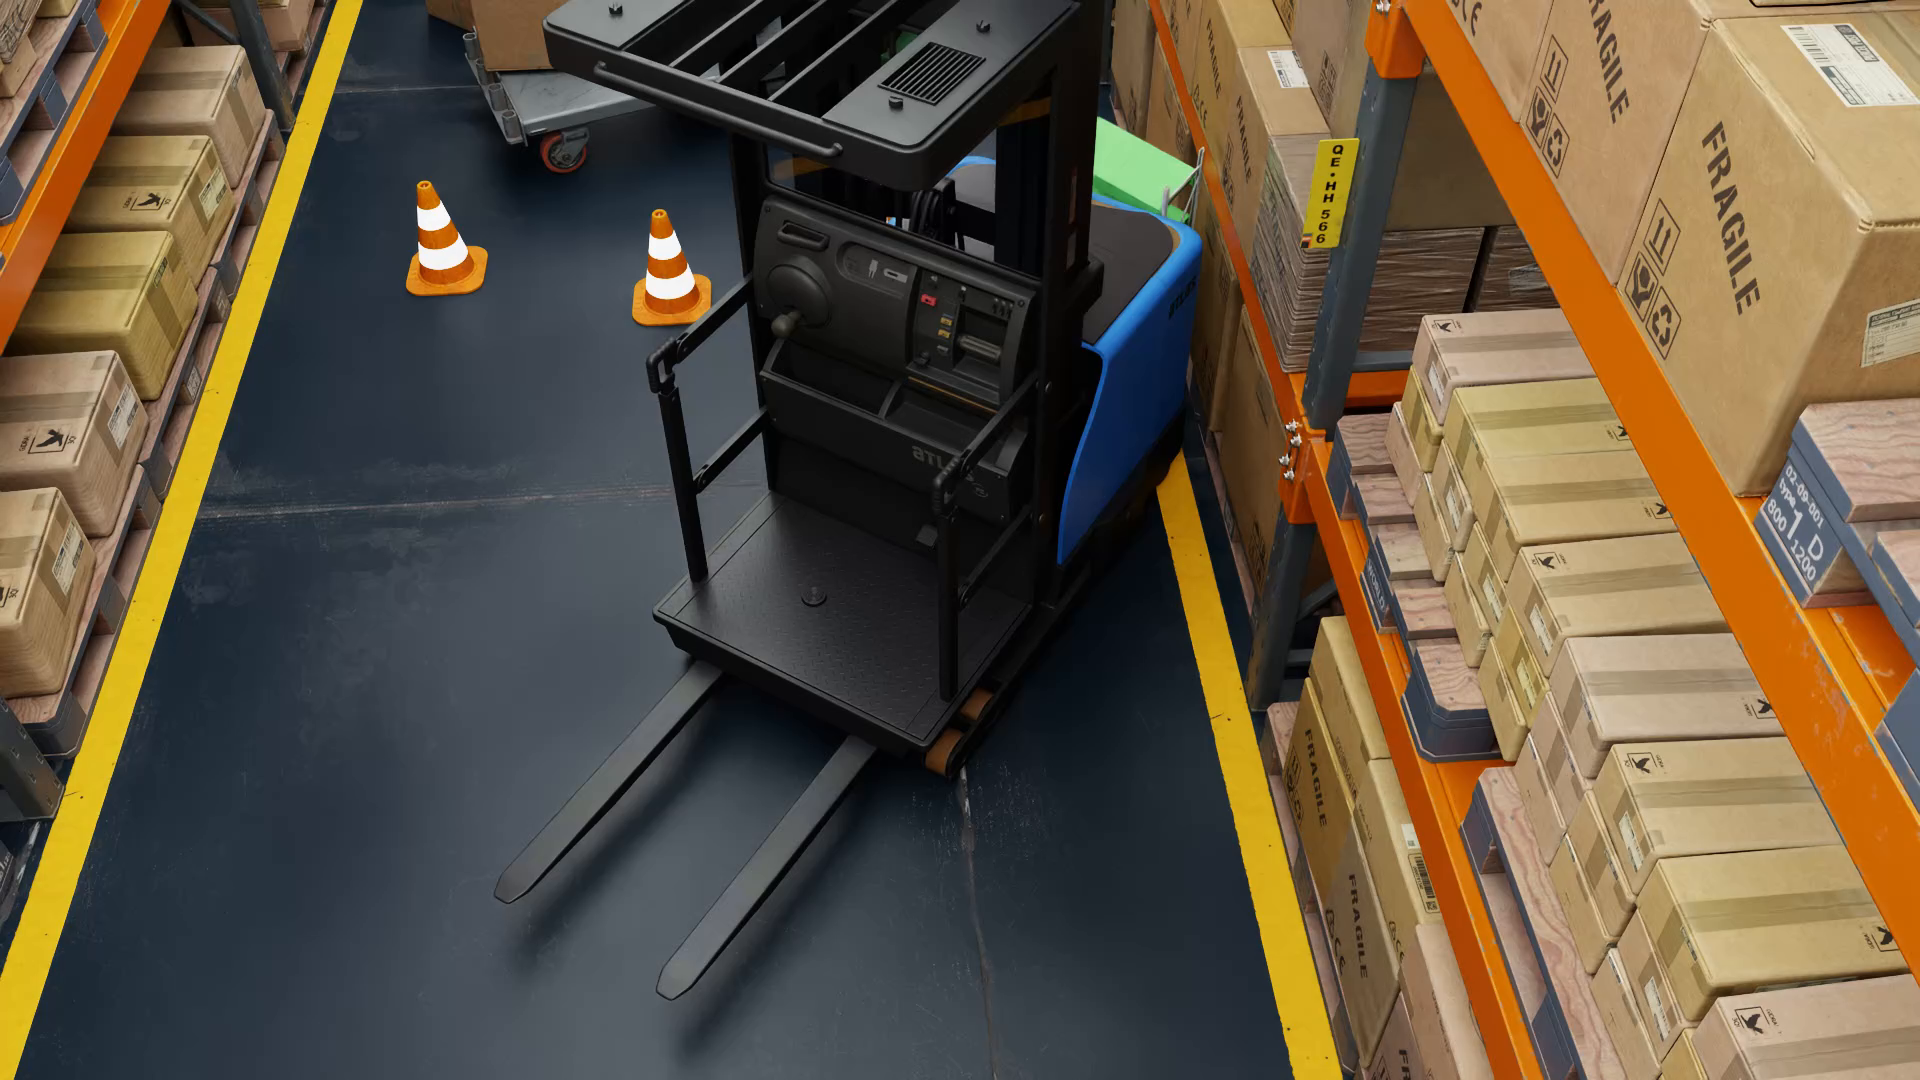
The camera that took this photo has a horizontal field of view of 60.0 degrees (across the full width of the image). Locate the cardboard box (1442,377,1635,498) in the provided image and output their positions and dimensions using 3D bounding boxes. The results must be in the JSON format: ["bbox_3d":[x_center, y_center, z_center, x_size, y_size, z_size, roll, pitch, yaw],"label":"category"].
[{"bbox_3d":[1.359,-0.234,3.880,0.380,0.149,0.250,-5,47,-4],"label":"cardboard box"}]

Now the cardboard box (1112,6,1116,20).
[{"bbox_3d":[1.171,-3.279,8.464,0.875,0.875,0.875,-3,47,-3],"label":"cardboard box"}]

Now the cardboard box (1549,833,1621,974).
[{"bbox_3d":[1.438,0.725,3.381,0.380,0.149,0.250,-3,47,-3],"label":"cardboard box"}]

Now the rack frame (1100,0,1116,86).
[{"bbox_3d":[1.153,-3.406,7.410,1.000,3.000,0.127,-3,47,-3],"label":"rack frame"}]

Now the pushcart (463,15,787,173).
[{"bbox_3d":[-1.503,-2.305,8.173,1.648,0.377,0.936,-19,49,-17],"label":"pushcart"}]

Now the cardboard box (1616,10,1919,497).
[{"bbox_3d":[1.367,-0.426,2.453,0.500,0.500,0.500,-3,47,-3],"label":"cardboard box"}]

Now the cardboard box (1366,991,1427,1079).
[{"bbox_3d":[1.387,1.465,4.229,0.500,0.500,0.500,-5,47,-4],"label":"cardboard box"}]

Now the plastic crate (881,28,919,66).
[{"bbox_3d":[-0.167,-2.505,8.454,0.450,0.188,0.662,25,51,9],"label":"plastic crate"}]

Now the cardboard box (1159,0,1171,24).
[{"bbox_3d":[1.012,-2.317,6.309,0.500,0.500,0.500,-4,47,-4],"label":"cardboard box"}]

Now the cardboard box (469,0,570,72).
[{"bbox_3d":[-2.000,-2.563,7.812,0.500,0.500,0.500,-3,47,-3],"label":"cardboard box"}]

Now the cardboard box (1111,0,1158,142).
[{"bbox_3d":[1.295,-2.333,7.654,1.050,0.750,0.750,-4,47,-3],"label":"cardboard box"}]

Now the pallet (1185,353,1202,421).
[{"bbox_3d":[1.398,-1.009,7.060,1.003,0.211,1.213,-3,47,-3],"label":"pallet"}]

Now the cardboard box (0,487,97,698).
[{"bbox_3d":[-3.473,0.212,5.504,0.950,0.372,0.625,-6,47,-6],"label":"cardboard box"}]

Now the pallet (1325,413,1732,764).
[{"bbox_3d":[1.654,0.063,4.257,1.213,0.211,1.003,-3,47,-3],"label":"pallet"}]

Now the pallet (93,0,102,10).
[{"bbox_3d":[-3.852,-2.405,6.593,1.003,0.211,1.213,-3,47,-3],"label":"pallet"}]

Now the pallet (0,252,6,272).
[{"bbox_3d":[-3.602,-0.581,4.867,1.213,0.211,1.003,-3,47,-3],"label":"pallet"}]

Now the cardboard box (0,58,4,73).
[{"bbox_3d":[-3.345,-1.519,5.060,0.500,0.500,0.500,-3,47,-3],"label":"cardboard box"}]

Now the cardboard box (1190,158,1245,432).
[{"bbox_3d":[1.450,-0.961,6.355,1.050,0.750,0.750,-3,47,-3],"label":"cardboard box"}]

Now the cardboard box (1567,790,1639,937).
[{"bbox_3d":[1.438,0.621,3.275,0.380,0.149,0.250,-4,47,-4],"label":"cardboard box"}]

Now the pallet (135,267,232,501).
[{"bbox_3d":[-3.599,-0.625,6.697,1.003,0.211,1.213,-3,47,-3],"label":"pallet"}]

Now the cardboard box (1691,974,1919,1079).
[{"bbox_3d":[1.487,0.898,2.808,0.380,0.149,0.250,-5,47,-5],"label":"cardboard box"}]

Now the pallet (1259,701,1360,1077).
[{"bbox_3d":[1.552,1.012,5.146,1.003,0.211,1.213,-3,47,-3],"label":"pallet"}]

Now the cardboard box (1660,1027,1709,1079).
[{"bbox_3d":[1.479,0.992,2.923,0.380,0.149,0.250,-3,47,-3],"label":"cardboard box"}]

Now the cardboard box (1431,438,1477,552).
[{"bbox_3d":[1.353,-0.114,3.971,0.380,0.149,0.250,-1,47,-1],"label":"cardboard box"}]

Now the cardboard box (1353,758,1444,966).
[{"bbox_3d":[1.347,0.826,4.318,0.500,0.250,0.500,-4,47,-4],"label":"cardboard box"}]

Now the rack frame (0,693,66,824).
[{"bbox_3d":[-3.436,-0.138,4.315,1.000,3.000,0.127,-3,47,-3],"label":"rack frame"}]

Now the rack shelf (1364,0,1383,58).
[{"bbox_3d":[1.321,-2.743,5.212,1.077,0.370,4.000,-3,47,-3],"label":"rack shelf"}]

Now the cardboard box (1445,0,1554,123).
[{"bbox_3d":[1.271,-1.149,3.137,0.500,0.500,0.500,-3,47,-3],"label":"cardboard box"}]

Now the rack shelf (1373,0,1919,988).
[{"bbox_3d":[1.656,0.151,2.471,1.077,0.370,4.000,-3,47,-3],"label":"rack shelf"}]

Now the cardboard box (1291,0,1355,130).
[{"bbox_3d":[1.417,-1.582,4.924,0.700,0.500,0.500,-4,47,-4],"label":"cardboard box"}]

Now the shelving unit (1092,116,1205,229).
[{"bbox_3d":[0.609,-1.127,6.427,0.503,1.200,0.258,34,66,19],"label":"shelving unit"}]

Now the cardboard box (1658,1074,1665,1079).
[{"bbox_3d":[1.480,1.106,3.020,0.380,0.149,0.250,-2,47,-2],"label":"cardboard box"}]

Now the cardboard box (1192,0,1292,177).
[{"bbox_3d":[1.101,-1.579,5.610,0.500,0.500,0.500,-4,47,-4],"label":"cardboard box"}]

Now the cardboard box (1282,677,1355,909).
[{"bbox_3d":[1.293,0.730,4.925,0.500,0.500,0.500,-5,47,-5],"label":"cardboard box"}]

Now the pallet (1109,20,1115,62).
[{"bbox_3d":[1.168,-3.002,8.948,1.003,0.211,1.213,-3,47,-3],"label":"pallet"}]

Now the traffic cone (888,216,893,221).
[{"bbox_3d":[-0.239,-1.472,7.325,0.336,0.463,0.334,-3,47,-3],"label":"traffic cone"}]

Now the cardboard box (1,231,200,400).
[{"bbox_3d":[-3.601,-0.871,6.529,0.950,0.372,0.625,-2,47,-2],"label":"cardboard box"}]

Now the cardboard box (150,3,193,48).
[{"bbox_3d":[-4.088,-2.643,8.291,0.500,0.250,0.500,-2,47,-1],"label":"cardboard box"}]

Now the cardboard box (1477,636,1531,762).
[{"bbox_3d":[1.394,0.350,3.736,0.380,0.149,0.250,-2,47,-1],"label":"cardboard box"}]

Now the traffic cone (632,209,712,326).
[{"bbox_3d":[-1.251,-1.199,7.067,0.336,0.463,0.334,-3,47,-3],"label":"traffic cone"}]

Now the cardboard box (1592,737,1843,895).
[{"bbox_3d":[1.446,0.522,3.164,0.380,0.149,0.250,-2,47,-2],"label":"cardboard box"}]

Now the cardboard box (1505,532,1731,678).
[{"bbox_3d":[1.397,0.135,3.530,0.380,0.149,0.250,-5,47,-5],"label":"cardboard box"}]

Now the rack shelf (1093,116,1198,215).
[{"bbox_3d":[0.601,-1.338,6.069,0.480,0.148,0.258,34,66,19],"label":"rack shelf"}]

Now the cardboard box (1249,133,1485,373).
[{"bbox_3d":[1.183,-0.856,4.926,0.500,0.500,0.500,-3,47,-3],"label":"cardboard box"}]

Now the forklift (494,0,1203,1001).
[{"bbox_3d":[-0.324,-0.616,4.815,1.130,2.935,3.031,24,51,21],"label":"forklift"}]

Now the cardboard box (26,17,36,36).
[{"bbox_3d":[-3.462,-1.799,5.772,0.380,0.149,0.250,-5,47,-5],"label":"cardboard box"}]

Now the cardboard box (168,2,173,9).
[{"bbox_3d":[-4.088,-2.901,8.019,0.500,0.500,0.500,-4,47,-4],"label":"cardboard box"}]

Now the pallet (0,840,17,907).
[{"bbox_3d":[-3.445,1.396,4.783,1.003,0.211,1.213,-3,47,-3],"label":"pallet"}]

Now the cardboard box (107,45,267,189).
[{"bbox_3d":[-3.724,-1.894,7.498,0.950,0.372,0.625,-3,47,-3],"label":"cardboard box"}]

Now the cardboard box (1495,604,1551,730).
[{"bbox_3d":[1.401,0.261,3.616,0.380,0.149,0.250,-3,47,-3],"label":"cardboard box"}]

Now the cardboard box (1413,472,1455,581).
[{"bbox_3d":[1.347,-0.040,4.106,0.380,0.149,0.250,-1,47,-1],"label":"cardboard box"}]
